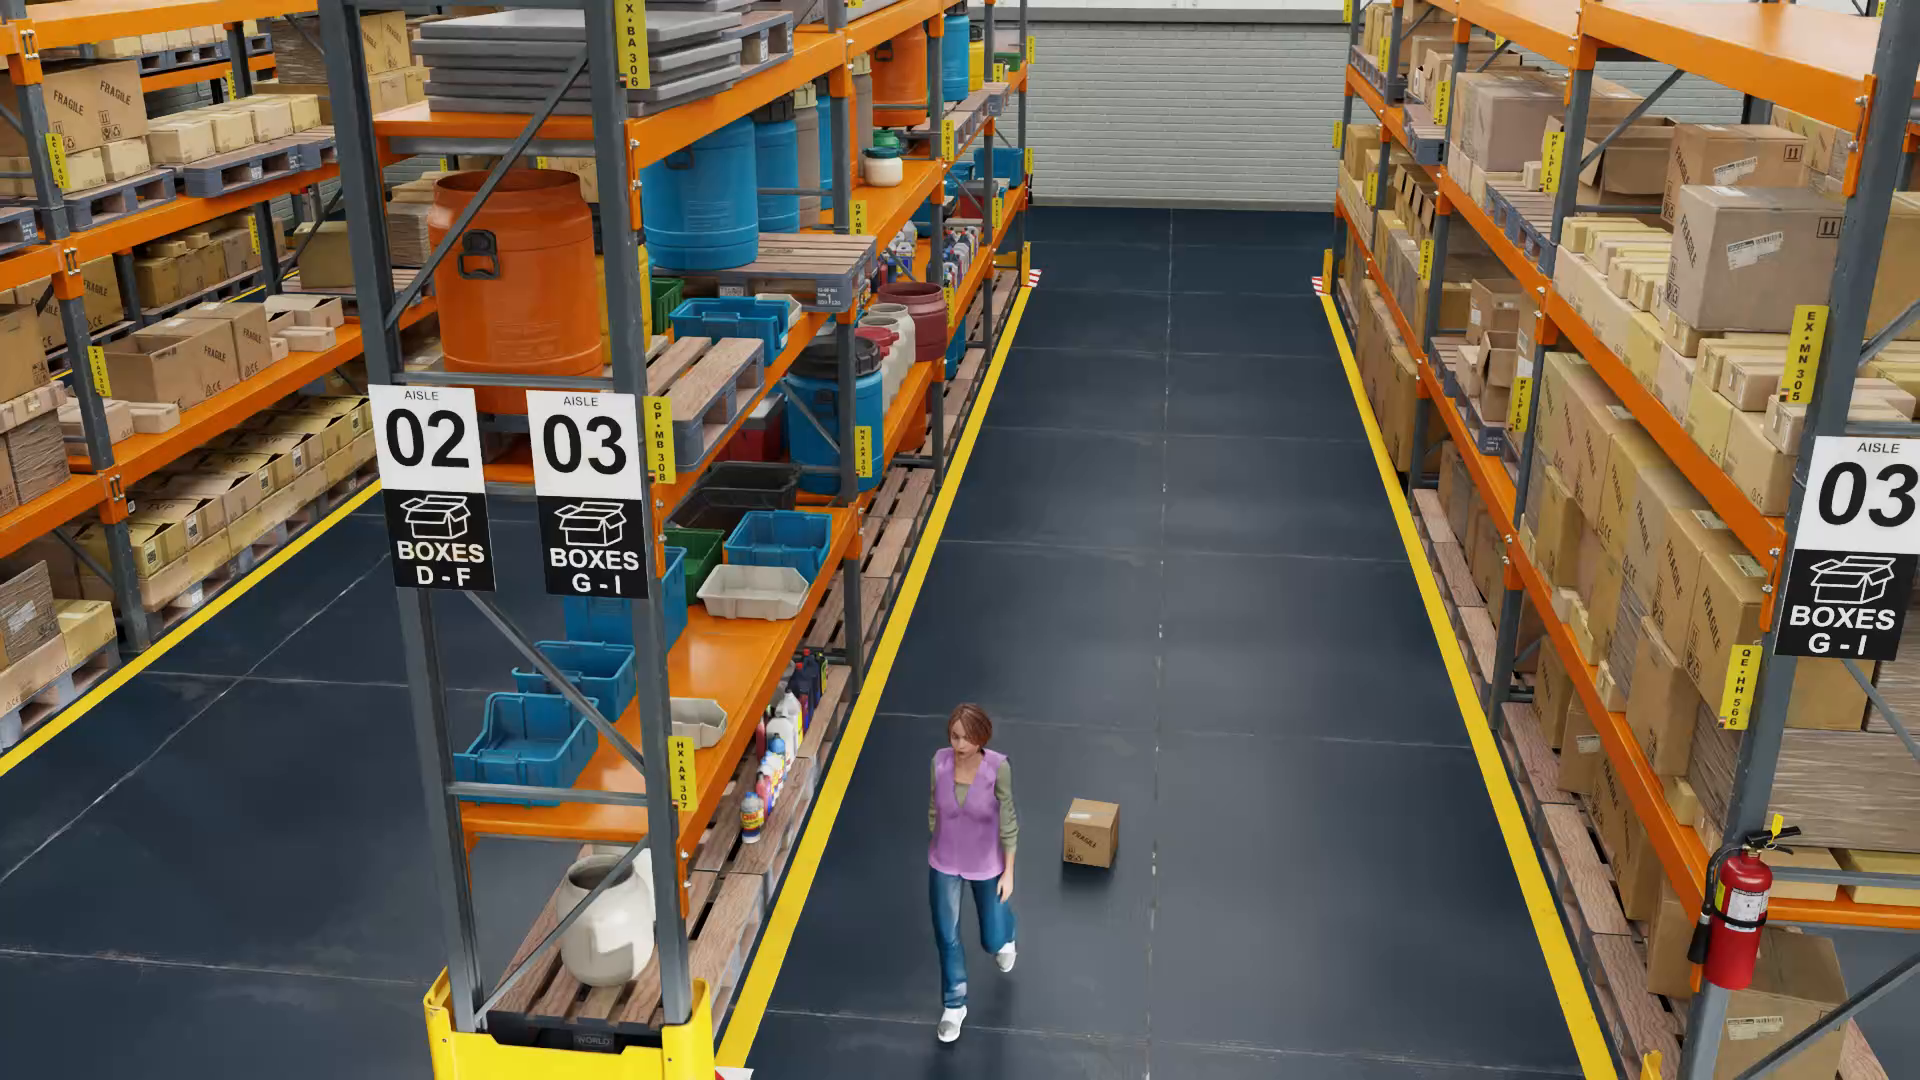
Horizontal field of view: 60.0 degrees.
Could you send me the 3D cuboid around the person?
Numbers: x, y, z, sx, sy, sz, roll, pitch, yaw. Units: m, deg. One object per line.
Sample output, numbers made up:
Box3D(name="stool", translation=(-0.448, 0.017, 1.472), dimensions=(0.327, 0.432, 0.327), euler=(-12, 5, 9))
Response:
Box3D(name="person", translation=(0.069, 1.421, 7.438), dimensions=(0.414, 1.586, 0.638), euler=(5, 22, 13))
